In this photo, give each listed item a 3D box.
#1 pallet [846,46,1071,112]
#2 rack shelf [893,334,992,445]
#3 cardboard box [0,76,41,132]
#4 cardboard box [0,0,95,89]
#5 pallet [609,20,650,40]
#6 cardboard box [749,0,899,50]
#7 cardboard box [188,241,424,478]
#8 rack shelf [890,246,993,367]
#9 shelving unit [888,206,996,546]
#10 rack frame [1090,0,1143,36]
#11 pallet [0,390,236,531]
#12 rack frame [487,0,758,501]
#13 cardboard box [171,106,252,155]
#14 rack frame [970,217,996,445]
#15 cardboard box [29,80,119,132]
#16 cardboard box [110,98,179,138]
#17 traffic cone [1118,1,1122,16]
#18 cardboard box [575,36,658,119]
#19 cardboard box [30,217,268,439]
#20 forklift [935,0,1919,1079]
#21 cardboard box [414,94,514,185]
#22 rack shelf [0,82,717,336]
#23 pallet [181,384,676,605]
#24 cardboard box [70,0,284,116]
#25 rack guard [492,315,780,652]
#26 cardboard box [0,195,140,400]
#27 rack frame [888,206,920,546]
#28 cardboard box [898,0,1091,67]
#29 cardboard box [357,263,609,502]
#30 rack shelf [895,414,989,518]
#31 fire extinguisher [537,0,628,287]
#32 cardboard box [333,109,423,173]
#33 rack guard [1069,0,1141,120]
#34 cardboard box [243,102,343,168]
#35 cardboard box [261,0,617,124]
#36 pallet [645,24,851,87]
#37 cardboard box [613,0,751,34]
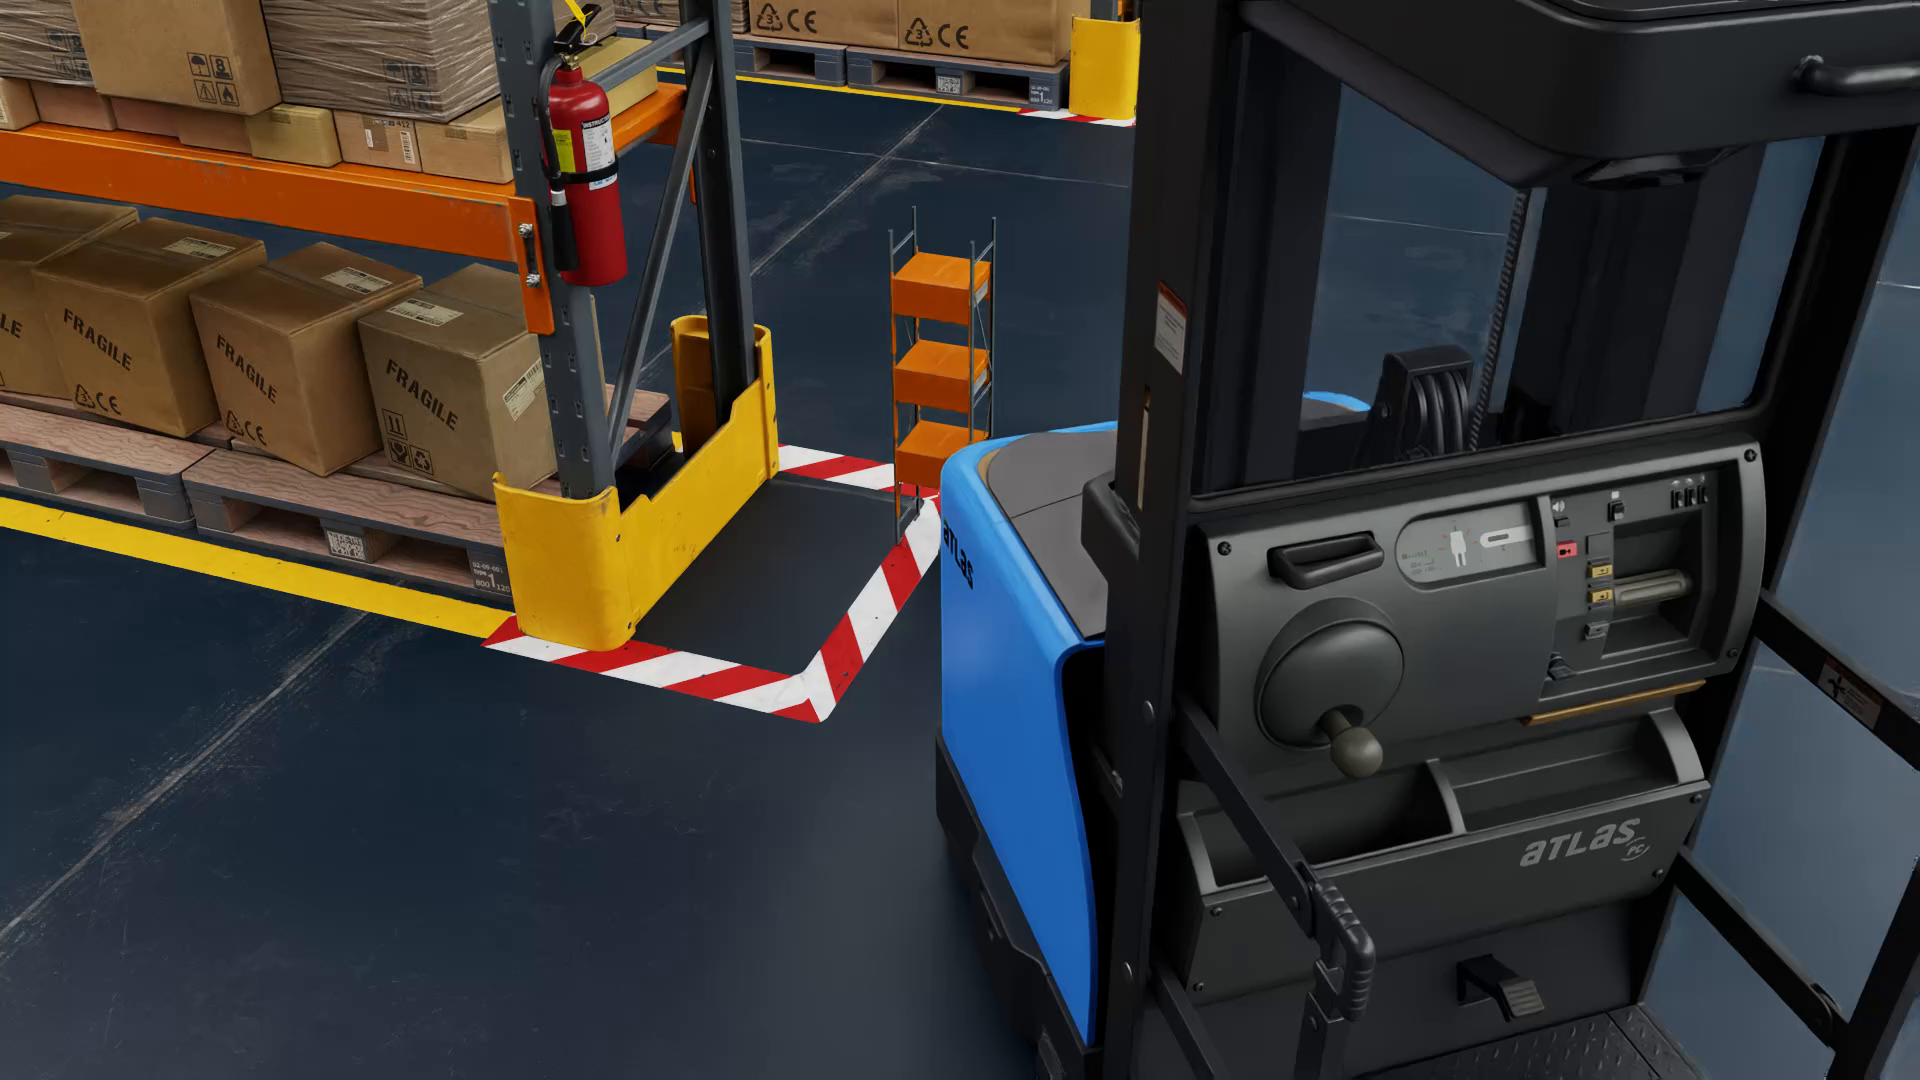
[{"bbox_3d":[0.109,-2.695,9.230,1.213,0.211,1.003,11,34,16],"label":"pallet"},{"bbox_3d":[-0.050,-0.442,4.986,0.240,0.259,0.215,11,34,16],"label":"rack shelf"},{"bbox_3d":[-2.666,-1.308,4.743,0.250,0.149,0.380,11,34,16],"label":"cardboard box"},{"bbox_3d":[-2.356,-1.672,4.708,0.500,0.500,0.875,11,34,16],"label":"cardboard box"},{"bbox_3d":[-2.188,-3.142,9.922,1.213,0.211,1.003,11,34,16],"label":"pallet"},{"bbox_3d":[-0.601,-3.295,9.159,0.875,0.875,0.875,10,34,16],"label":"cardboard box"},{"bbox_3d":[-2.037,-0.587,5.312,0.500,0.500,0.500,21,38,29],"label":"cardboard box"},{"bbox_3d":[-0.050,-0.680,4.832,0.240,0.259,0.215,11,34,16],"label":"rack shelf"},{"bbox_3d":[-0.050,-0.451,4.980,0.252,1.050,0.215,11,34,16],"label":"shelving unit"},{"bbox_3d":[0.888,-3.761,8.309,0.127,3.000,1.000,11,34,16],"label":"rack frame"},{"bbox_3d":[-2.849,-0.480,5.798,1.213,0.211,1.003,11,34,16],"label":"pallet"},{"bbox_3d":[-0.880,-1.246,4.415,0.127,3.000,1.000,11,34,16],"label":"rack frame"},{"bbox_3d":[-1.936,-1.207,4.585,0.250,0.149,0.380,11,34,16],"label":"cardboard box"},{"bbox_3d":[0.065,-0.428,4.946,0.008,1.050,0.200,11,34,16],"label":"rack frame"},{"bbox_3d":[-2.400,-1.308,4.742,0.250,0.149,0.380,11,34,16],"label":"cardboard box"},{"bbox_3d":[-2.157,-1.274,4.689,0.250,0.149,0.380,11,34,16],"label":"cardboard box"},{"bbox_3d":[0.867,-3.517,10.271,0.334,0.463,0.336,11,34,16],"label":"traffic cone"},{"bbox_3d":[-1.068,-1.315,4.752,0.250,0.149,0.380,11,34,16],"label":"cardboard box"},{"bbox_3d":[-2.620,-0.712,5.504,0.500,0.500,0.500,14,35,21],"label":"cardboard box"},{"bbox_3d":[0.864,0.152,2.312,1.130,2.935,3.031,-10,34,-14],"label":"forklift"},{"bbox_3d":[-1.218,-1.088,4.401,0.250,0.149,0.380,11,34,16],"label":"cardboard box"},{"bbox_3d":[-2.763,-1.310,5.177,4.000,0.370,1.077,11,34,16],"label":"rack shelf"},{"bbox_3d":[-1.705,-0.256,5.451,1.213,0.211,1.003,11,34,16],"label":"pallet"},{"bbox_3d":[-1.900,-1.558,4.532,0.500,0.500,0.875,11,34,16],"label":"cardboard box"},{"bbox_3d":[-0.952,-0.210,5.115,0.348,0.500,1.175,11,34,16],"label":"rack guard"},{"bbox_3d":[-3.130,-0.837,5.698,0.500,0.500,0.500,8,34,12],"label":"cardboard box"},{"bbox_3d":[-0.165,-0.473,5.015,0.008,1.050,0.200,11,34,16],"label":"rack frame"},{"bbox_3d":[0.228,-3.135,8.911,0.875,0.875,0.875,11,35,17],"label":"cardboard box"},{"bbox_3d":[-1.462,-0.495,5.169,0.500,0.500,0.500,18,37,25],"label":"cardboard box"},{"bbox_3d":[-0.050,-0.208,5.137,0.240,0.259,0.215,11,34,16],"label":"rack shelf"},{"bbox_3d":[-0.928,-0.958,4.039,0.183,0.674,0.296,11,34,16],"label":"fire extinguisher"},{"bbox_3d":[-1.453,-1.134,4.472,0.250,0.149,0.380,11,34,16],"label":"cardboard box"},{"bbox_3d":[0.911,-2.706,8.980,0.348,0.500,1.175,11,34,16],"label":"rack guard"},{"bbox_3d":[-1.706,-1.153,4.502,0.250,0.149,0.380,11,34,16],"label":"cardboard box"},{"bbox_3d":[-1.389,-1.528,4.485,0.500,0.500,0.875,11,34,16],"label":"cardboard box"},{"bbox_3d":[-1.035,-2.920,9.577,1.213,0.211,1.003,11,34,16],"label":"pallet"},{"bbox_3d":[-1.459,-3.462,9.419,0.875,0.875,0.875,11,35,17],"label":"cardboard box"}]
